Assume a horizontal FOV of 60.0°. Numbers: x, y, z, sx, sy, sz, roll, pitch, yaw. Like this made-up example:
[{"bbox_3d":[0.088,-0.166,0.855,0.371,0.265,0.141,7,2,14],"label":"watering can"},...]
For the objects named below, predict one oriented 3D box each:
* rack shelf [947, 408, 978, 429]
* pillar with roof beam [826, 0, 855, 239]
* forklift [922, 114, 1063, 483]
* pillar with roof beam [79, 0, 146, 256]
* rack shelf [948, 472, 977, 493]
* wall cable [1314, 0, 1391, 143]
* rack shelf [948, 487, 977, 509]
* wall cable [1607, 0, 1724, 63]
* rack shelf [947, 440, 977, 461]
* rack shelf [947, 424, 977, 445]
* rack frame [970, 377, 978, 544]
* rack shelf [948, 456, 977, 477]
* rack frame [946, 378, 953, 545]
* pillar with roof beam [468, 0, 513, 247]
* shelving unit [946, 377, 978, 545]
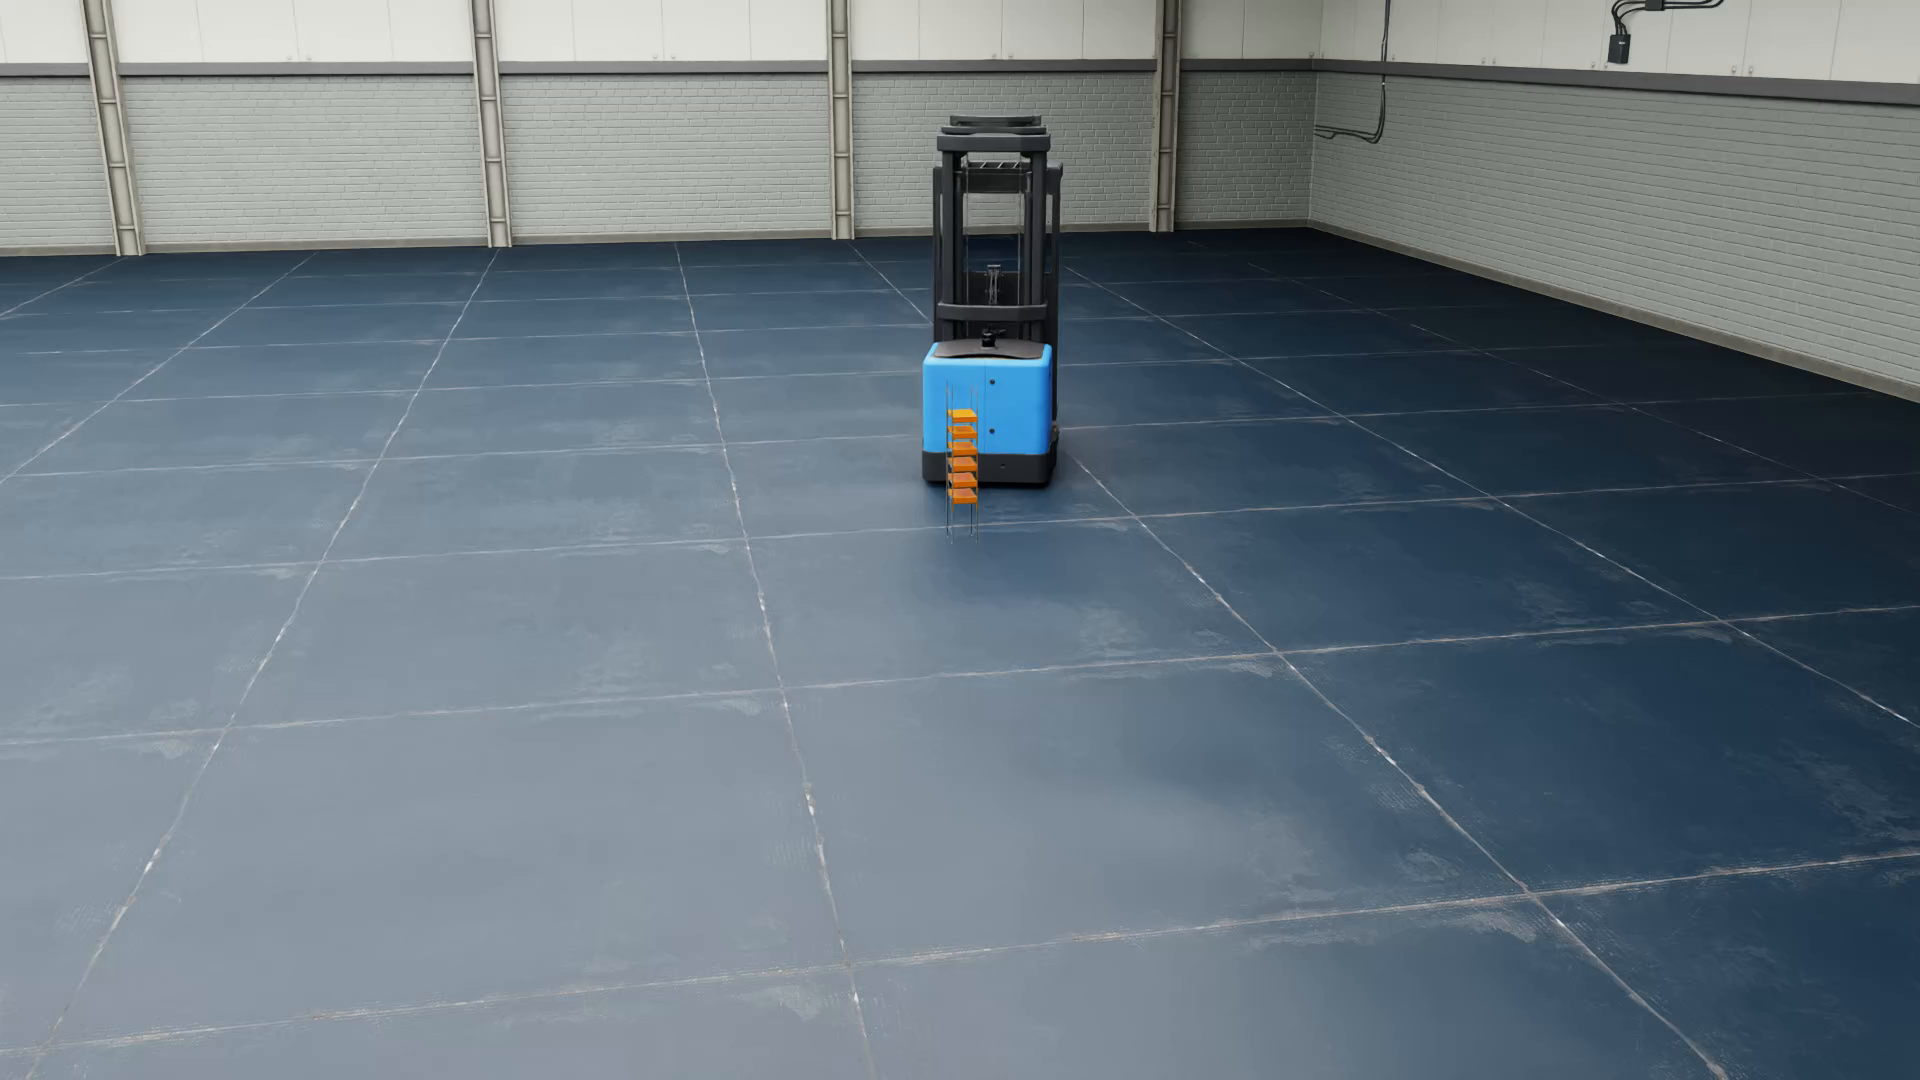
[{"bbox_3d":[0.014,-0.876,12.046,0.180,0.103,0.258,-3,17,-10],"label":"rack shelf"},{"bbox_3d":[-1.304,-8.522,24.732,0.400,9.000,9.100,-3,17,-10],"label":"pillar with roof beam"},{"bbox_3d":[0.333,-2.251,14.649,1.130,2.935,3.031,1,17,5],"label":"forklift"},{"bbox_3d":[-13.086,-7.854,22.555,0.400,9.000,9.100,-3,17,-10],"label":"pillar with roof beam"},{"bbox_3d":[0.014,-0.417,12.187,0.180,0.103,0.258,-3,17,-10],"label":"rack shelf"},{"bbox_3d":[6.913,-8.396,29.609,0.112,2.526,3.097,-3,17,-10],"label":"wall cable"},{"bbox_3d":[0.014,-0.302,12.222,0.180,0.103,0.258,-3,17,-10],"label":"rack shelf"},{"bbox_3d":[8.699,-8.768,19.741,0.169,6.003,2.305,-3,17,-10],"label":"wall cable"},{"bbox_3d":[0.014,-0.647,12.116,0.180,0.103,0.258,-3,17,-10],"label":"rack shelf"},{"bbox_3d":[0.014,-0.761,12.081,0.180,0.103,0.258,-3,17,-10],"label":"rack shelf"},{"bbox_3d":[0.104,-0.579,12.155,0.006,1.200,0.240,-3,17,-10],"label":"rack frame"},{"bbox_3d":[0.014,-0.532,12.151,0.180,0.103,0.258,-3,17,-10],"label":"rack shelf"},{"bbox_3d":[-0.076,-0.569,12.122,0.006,1.200,0.240,-3,17,-10],"label":"rack frame"},{"bbox_3d":[-7.195,-8.188,23.644,0.400,9.000,9.100,-3,17,-10],"label":"pillar with roof beam"},{"bbox_3d":[0.014,-0.574,12.138,0.189,1.200,0.258,-3,17,-10],"label":"shelving unit"}]
